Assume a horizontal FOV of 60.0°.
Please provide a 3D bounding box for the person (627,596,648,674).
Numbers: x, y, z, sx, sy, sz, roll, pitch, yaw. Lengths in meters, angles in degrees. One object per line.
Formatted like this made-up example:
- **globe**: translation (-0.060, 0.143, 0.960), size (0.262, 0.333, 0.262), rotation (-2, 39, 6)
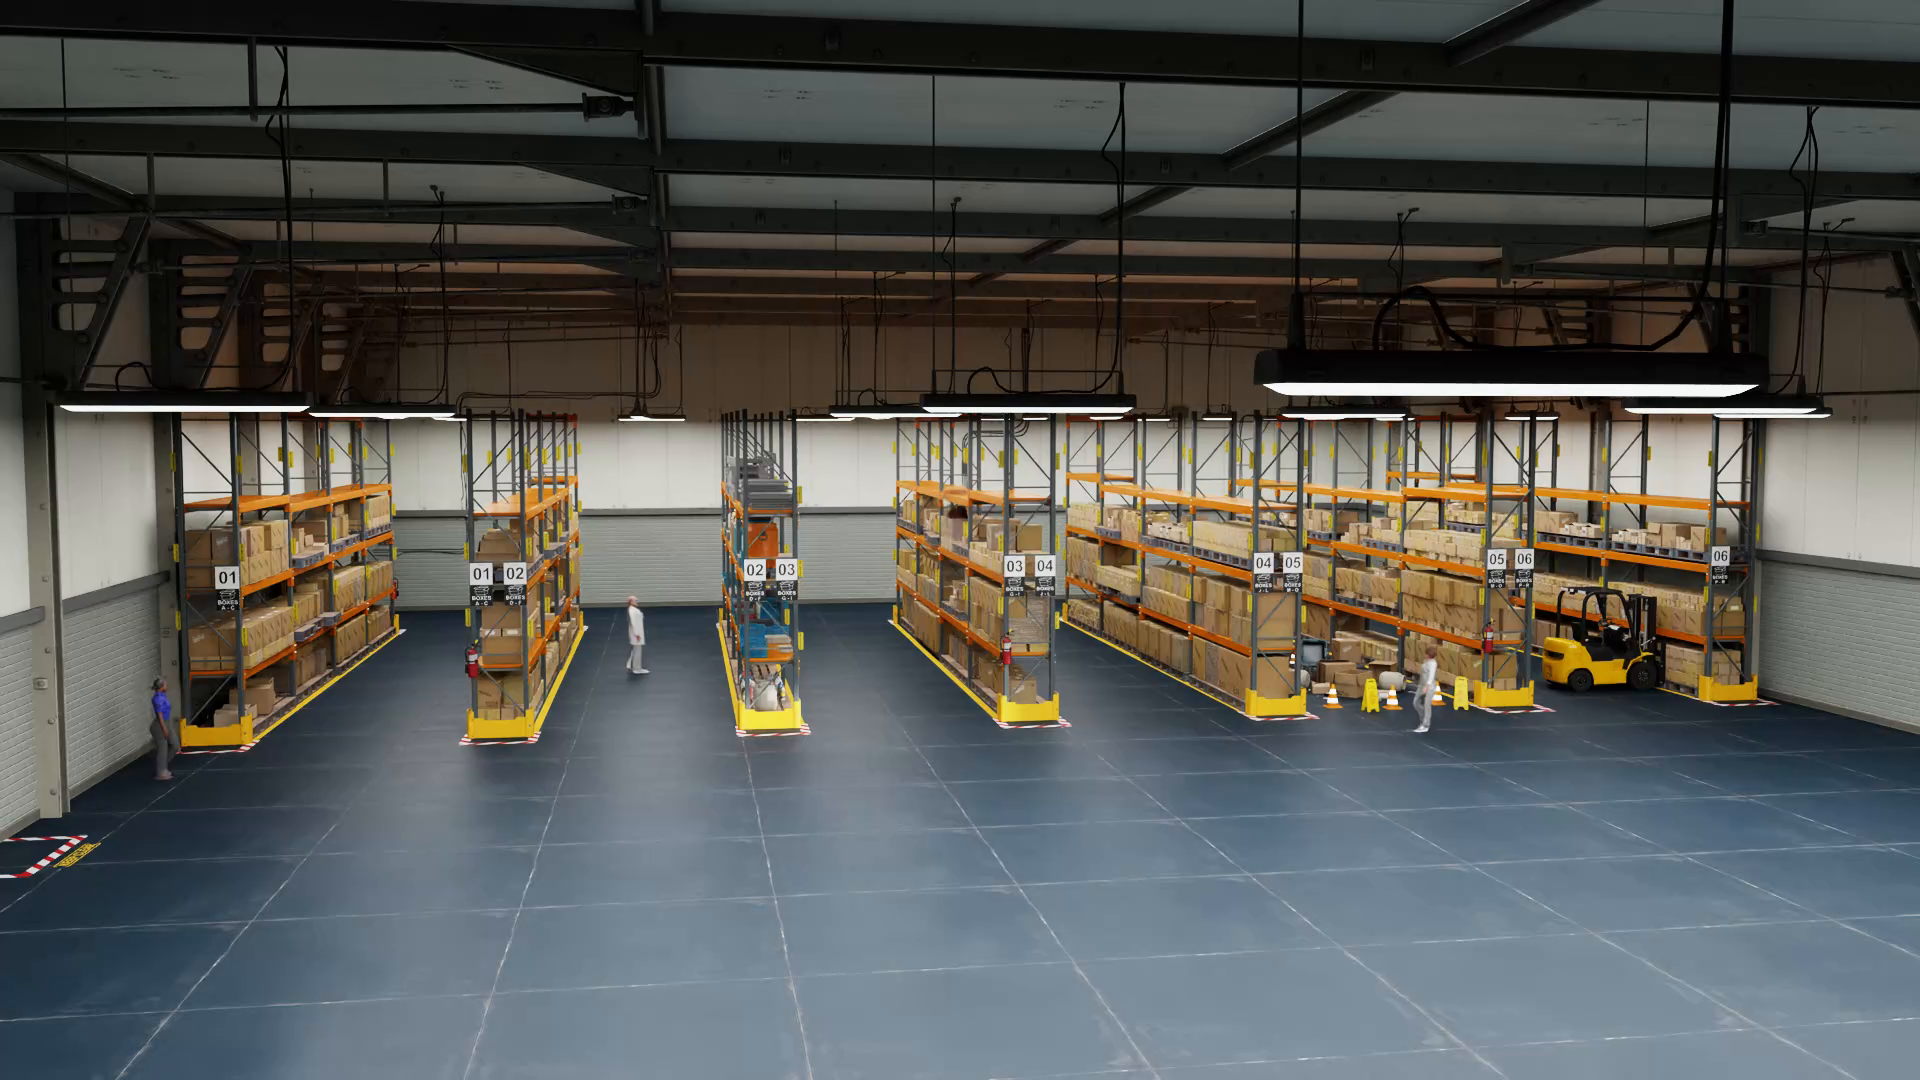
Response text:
- **person**: translation (-7.411, 2.169, 38.148), size (0.475, 1.783, 0.598), rotation (-2, 4, -26)

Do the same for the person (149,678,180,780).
- **person**: translation (-12.861, 3.036, 26.808), size (0.412, 1.649, 0.521), rotation (0, 4, -3)

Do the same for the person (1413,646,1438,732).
- **person**: translation (8.653, 2.779, 30.928), size (0.430, 1.595, 0.429), rotation (-2, 4, -26)

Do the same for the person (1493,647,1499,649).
- **person**: translation (12.268, 2.268, 38.523), size (0.504, 1.538, 0.781), rotation (-3, 5, -39)
